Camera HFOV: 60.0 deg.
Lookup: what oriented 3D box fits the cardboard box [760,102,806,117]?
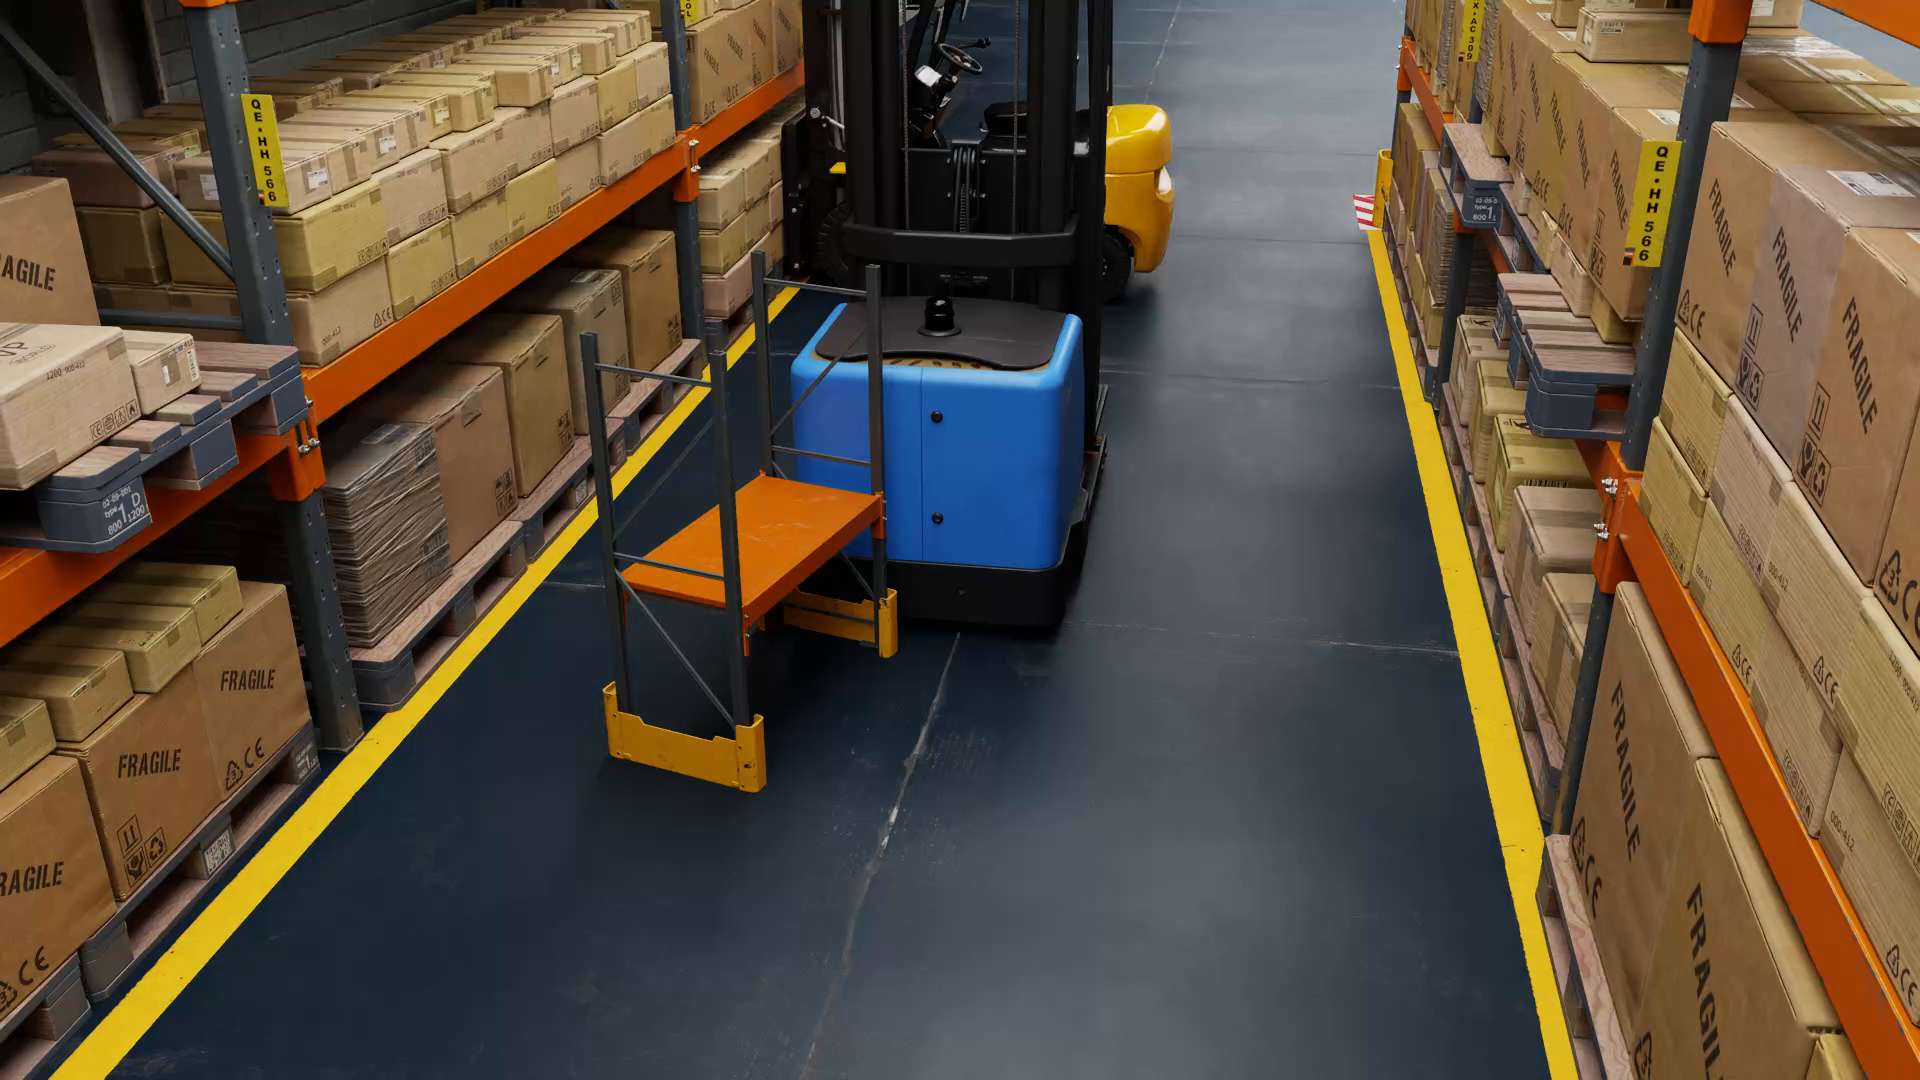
[{"bbox_3d":[-1.185,-2.788,11.237,0.500,0.250,0.500,4,25,9],"label":"cardboard box"}]

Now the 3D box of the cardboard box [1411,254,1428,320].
[{"bbox_3d":[2.885,-1.449,9.556,0.500,0.250,0.500,3,25,7],"label":"cardboard box"}]

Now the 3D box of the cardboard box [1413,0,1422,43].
[{"bbox_3d":[3.198,-3.472,10.661,0.500,0.500,0.500,5,26,10],"label":"cardboard box"}]

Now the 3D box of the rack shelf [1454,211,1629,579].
[{"bbox_3d":[2.650,-0.853,6.382,1.077,0.370,4.000,4,25,9],"label":"rack shelf"}]

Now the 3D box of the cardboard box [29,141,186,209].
[{"bbox_3d":[-2.721,-1.174,5.336,0.380,0.149,0.250,5,26,10],"label":"cardboard box"}]

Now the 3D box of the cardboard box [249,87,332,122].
[{"bbox_3d":[-2.595,-1.606,6.260,0.380,0.149,0.250,4,25,8],"label":"cardboard box"}]

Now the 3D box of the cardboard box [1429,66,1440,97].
[{"bbox_3d":[2.969,-2.697,9.770,0.380,0.149,0.250,4,25,9],"label":"cardboard box"}]

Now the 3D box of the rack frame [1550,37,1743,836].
[{"bbox_3d":[2.323,-0.342,4.443,1.000,3.000,0.127,4,25,9],"label":"rack frame"}]

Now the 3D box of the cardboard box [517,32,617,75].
[{"bbox_3d":[-1.786,-2.211,7.552,0.380,0.149,0.250,3,25,7],"label":"cardboard box"}]

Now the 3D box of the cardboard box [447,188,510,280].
[{"bbox_3d":[-2.097,-1.211,6.476,0.500,0.250,0.500,3,25,7],"label":"cardboard box"}]

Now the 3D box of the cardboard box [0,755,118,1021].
[{"bbox_3d":[-2.607,0.877,4.292,0.500,0.500,0.500,5,26,11],"label":"cardboard box"}]

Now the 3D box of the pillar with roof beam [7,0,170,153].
[{"bbox_3d":[0.997,-3.711,4.563,9.100,9.000,0.400,4,25,9],"label":"pillar with roof beam"}]

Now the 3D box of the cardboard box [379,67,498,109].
[{"bbox_3d":[-2.084,-1.792,6.658,0.380,0.149,0.250,4,25,9],"label":"cardboard box"}]

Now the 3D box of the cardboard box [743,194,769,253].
[{"bbox_3d":[-1.457,-1.920,9.973,0.500,0.250,0.500,4,25,8],"label":"cardboard box"}]

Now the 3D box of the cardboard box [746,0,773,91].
[{"bbox_3d":[-1.440,-3.001,10.005,0.500,0.500,0.500,4,25,8],"label":"cardboard box"}]

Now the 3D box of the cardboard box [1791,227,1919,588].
[{"bbox_3d":[1.830,-0.227,2.900,0.500,0.500,0.500,5,25,10],"label":"cardboard box"}]

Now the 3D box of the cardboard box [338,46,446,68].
[{"bbox_3d":[-2.450,-2.035,7.176,0.380,0.149,0.250,4,25,8],"label":"cardboard box"}]

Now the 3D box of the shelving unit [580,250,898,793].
[{"bbox_3d":[-0.718,-0.104,5.703,0.587,1.500,1.083,11,27,22],"label":"shelving unit"}]

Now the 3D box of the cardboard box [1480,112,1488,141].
[{"bbox_3d":[2.575,-1.882,7.534,0.380,0.149,0.250,4,25,9],"label":"cardboard box"}]

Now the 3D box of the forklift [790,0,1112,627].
[{"bbox_3d":[0.102,-1.591,7.192,1.130,2.935,3.031,4,25,8],"label":"forklift"}]

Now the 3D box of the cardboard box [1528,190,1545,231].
[{"bbox_3d":[2.320,-1.225,6.131,0.380,0.149,0.250,3,25,7],"label":"cardboard box"}]

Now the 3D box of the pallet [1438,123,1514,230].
[{"bbox_3d":[2.708,-1.619,7.396,1.003,0.211,1.213,4,25,9],"label":"pallet"}]

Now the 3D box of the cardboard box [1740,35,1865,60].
[{"bbox_3d":[2.873,-1.534,6.025,0.500,0.500,0.500,3,25,7],"label":"cardboard box"}]

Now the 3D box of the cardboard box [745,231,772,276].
[{"bbox_3d":[-1.447,-1.695,10.081,0.500,0.250,0.500,3,25,7],"label":"cardboard box"}]

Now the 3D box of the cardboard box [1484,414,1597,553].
[{"bbox_3d":[2.667,-0.204,6.751,0.950,0.372,0.625,5,26,10],"label":"cardboard box"}]

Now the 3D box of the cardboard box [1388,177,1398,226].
[{"bbox_3d":[3.226,-2.315,11.405,0.500,0.250,0.500,4,25,8],"label":"cardboard box"}]

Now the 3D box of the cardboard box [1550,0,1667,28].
[{"bbox_3d":[2.475,-2.045,6.352,0.380,0.149,0.250,5,26,11],"label":"cardboard box"}]

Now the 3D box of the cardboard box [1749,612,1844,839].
[{"bbox_3d":[1.837,0.348,3.145,0.500,0.250,0.500,5,26,10],"label":"cardboard box"}]

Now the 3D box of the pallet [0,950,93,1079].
[{"bbox_3d":[-2.936,1.397,4.017,1.003,0.211,1.213,4,25,9],"label":"pallet"}]

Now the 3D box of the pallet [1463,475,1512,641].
[{"bbox_3d":[2.654,0.085,6.819,1.003,0.211,1.213,4,25,9],"label":"pallet"}]

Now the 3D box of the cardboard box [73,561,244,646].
[{"bbox_3d":[-2.405,0.188,4.999,0.380,0.149,0.250,3,25,6],"label":"cardboard box"}]

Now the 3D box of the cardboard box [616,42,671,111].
[{"bbox_3d":[-1.749,-2.293,8.197,0.500,0.250,0.500,3,25,7],"label":"cardboard box"}]

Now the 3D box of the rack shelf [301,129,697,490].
[{"bbox_3d":[-2.248,-1.195,7.114,1.077,0.370,4.000,4,25,9],"label":"rack shelf"}]

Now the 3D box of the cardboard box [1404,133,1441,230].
[{"bbox_3d":[3.051,-2.216,10.310,0.500,0.500,0.500,5,25,10],"label":"cardboard box"}]

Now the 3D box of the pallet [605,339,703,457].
[{"bbox_3d":[-2.003,-0.784,8.675,1.003,0.211,1.213,4,25,9],"label":"pallet"}]

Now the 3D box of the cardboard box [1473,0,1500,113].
[{"bbox_3d":[2.617,-2.209,7.467,0.500,0.500,0.500,5,25,10],"label":"cardboard box"}]

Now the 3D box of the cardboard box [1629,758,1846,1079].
[{"bbox_3d":[1.978,1.086,3.403,0.875,0.875,0.875,4,25,9],"label":"cardboard box"}]

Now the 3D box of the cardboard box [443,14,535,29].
[{"bbox_3d":[-2.285,-2.456,8.075,0.380,0.149,0.250,3,25,7],"label":"cardboard box"}]

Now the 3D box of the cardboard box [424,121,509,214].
[{"bbox_3d":[-2.075,-1.439,6.372,0.500,0.250,0.500,3,25,7],"label":"cardboard box"}]

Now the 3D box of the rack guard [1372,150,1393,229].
[{"bbox_3d":[3.618,-2.524,12.053,1.175,0.500,0.348,4,25,9],"label":"rack guard"}]

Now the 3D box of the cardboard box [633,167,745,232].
[{"bbox_3d":[-1.532,-1.936,9.416,0.500,0.250,0.500,4,25,8],"label":"cardboard box"}]

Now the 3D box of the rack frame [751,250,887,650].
[{"bbox_3d":[-0.508,-0.304,6.131,0.500,1.500,0.032,11,27,22],"label":"rack frame"}]

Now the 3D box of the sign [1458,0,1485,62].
[{"bbox_3d":[2.440,-2.442,7.907,0.100,0.325,0.005,4,25,9],"label":"sign"}]

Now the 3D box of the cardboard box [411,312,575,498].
[{"bbox_3d":[-2.250,-0.614,7.330,0.875,0.625,0.625,3,25,6],"label":"cardboard box"}]

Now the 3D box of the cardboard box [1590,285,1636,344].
[{"bbox_3d":[2.117,-0.689,4.985,0.380,0.149,0.250,4,25,9],"label":"cardboard box"}]

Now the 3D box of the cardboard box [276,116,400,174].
[{"bbox_3d":[-2.173,-1.357,5.729,0.380,0.149,0.250,5,25,10],"label":"cardboard box"}]

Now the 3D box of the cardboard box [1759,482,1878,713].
[{"bbox_3d":[1.817,0.118,3.047,0.500,0.250,0.500,4,25,8],"label":"cardboard box"}]

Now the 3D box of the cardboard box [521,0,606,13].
[{"bbox_3d":[-2.122,-2.849,8.915,0.380,0.149,0.250,4,25,8],"label":"cardboard box"}]

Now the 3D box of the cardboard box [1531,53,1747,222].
[{"bbox_3d":[2.278,-1.350,5.631,0.500,0.500,0.500,2,25,5],"label":"cardboard box"}]

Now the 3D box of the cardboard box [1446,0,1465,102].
[{"bbox_3d":[2.881,-2.614,8.827,0.500,0.500,0.500,5,26,10],"label":"cardboard box"}]

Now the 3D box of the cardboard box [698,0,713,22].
[{"bbox_3d":[-1.568,-2.920,9.067,0.380,0.149,0.250,5,25,10],"label":"cardboard box"}]

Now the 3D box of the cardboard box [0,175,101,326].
[{"bbox_3d":[-2.813,-0.715,4.627,0.500,0.500,0.500,5,26,11],"label":"cardboard box"}]

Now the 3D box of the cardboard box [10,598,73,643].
[{"bbox_3d":[-2.920,0.414,5.280,0.500,0.500,0.500,5,26,10],"label":"cardboard box"}]

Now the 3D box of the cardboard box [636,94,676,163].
[{"bbox_3d":[-1.745,-2.061,8.291,0.500,0.250,0.500,5,25,10],"label":"cardboard box"}]
